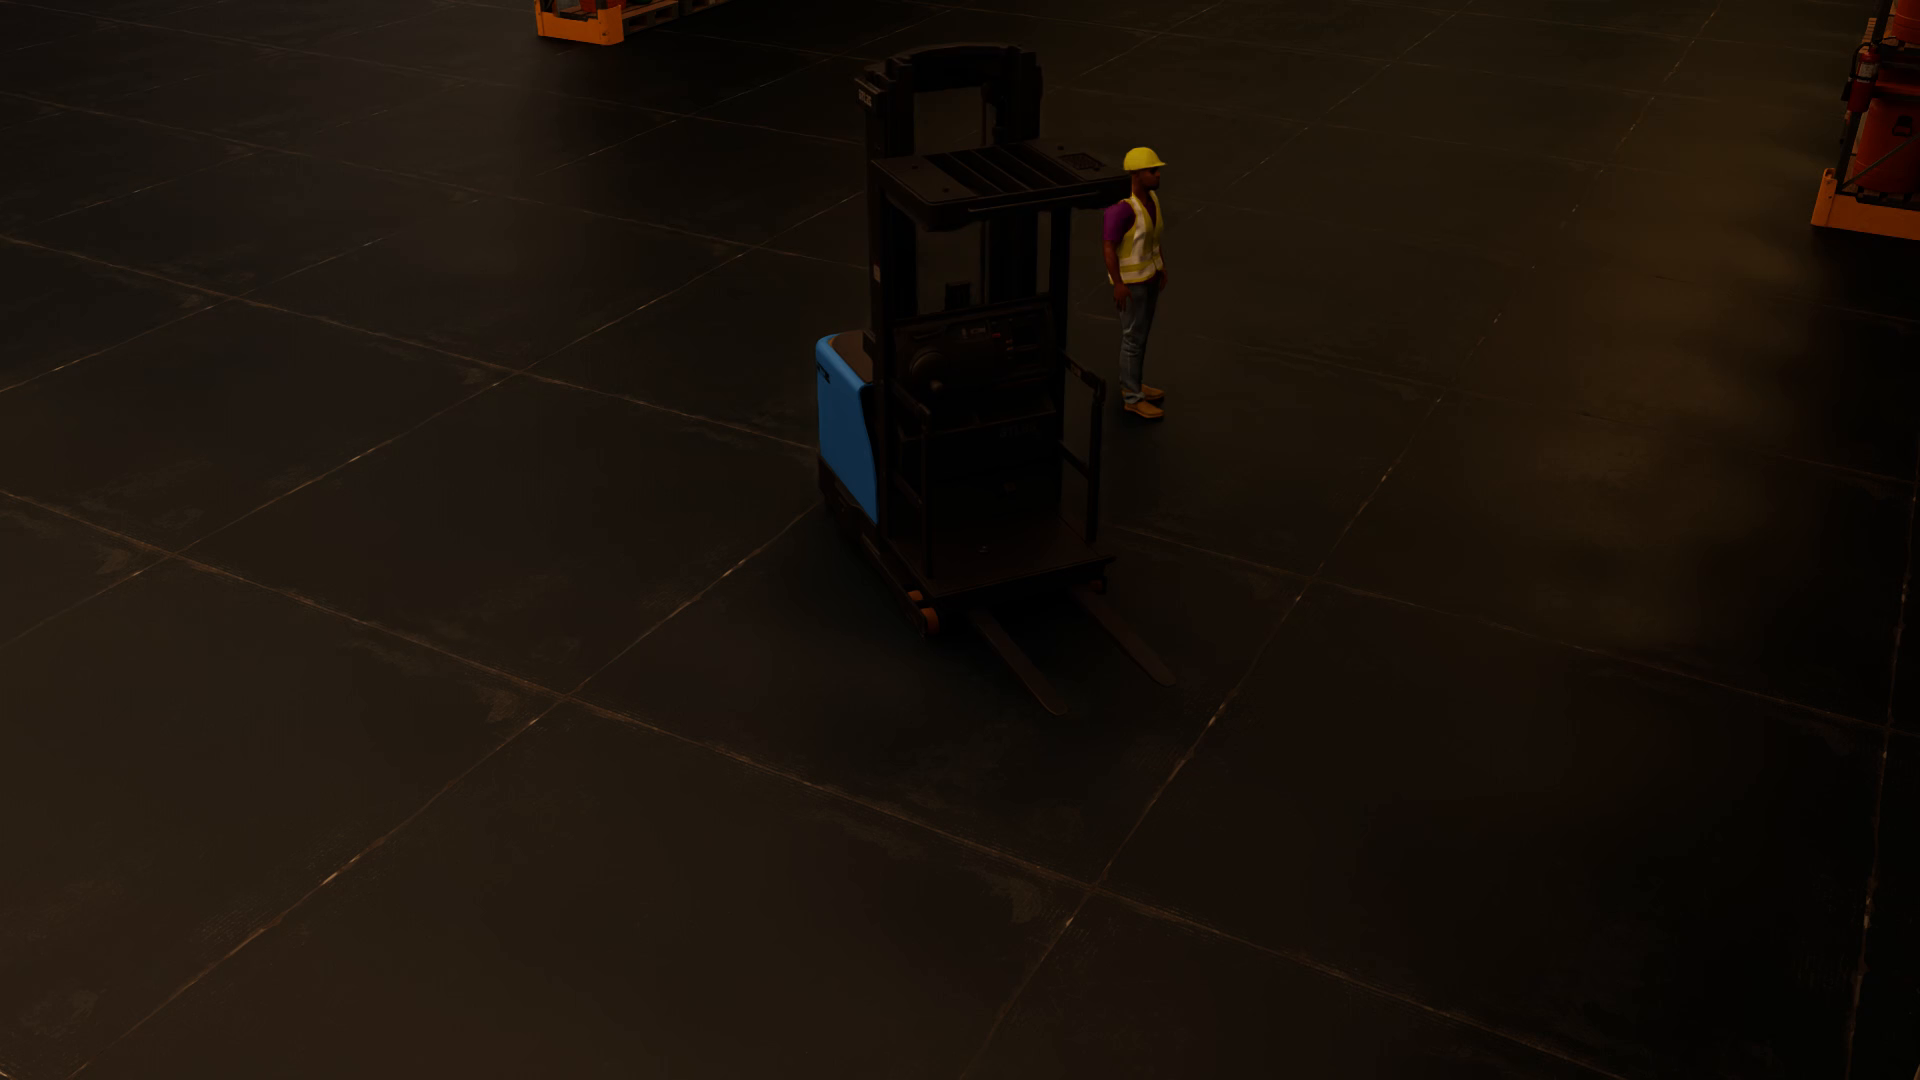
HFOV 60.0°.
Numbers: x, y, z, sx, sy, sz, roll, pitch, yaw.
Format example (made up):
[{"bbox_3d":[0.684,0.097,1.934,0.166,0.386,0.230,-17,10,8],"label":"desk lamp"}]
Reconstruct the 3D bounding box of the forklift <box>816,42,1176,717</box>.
[{"bbox_3d":[0.172,-0.981,8.771,1.130,2.935,3.031,-12,32,-20],"label":"forklift"}]

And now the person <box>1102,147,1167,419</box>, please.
[{"bbox_3d":[1.272,-1.763,11.283,0.575,1.770,0.687,16,34,26],"label":"person"}]
